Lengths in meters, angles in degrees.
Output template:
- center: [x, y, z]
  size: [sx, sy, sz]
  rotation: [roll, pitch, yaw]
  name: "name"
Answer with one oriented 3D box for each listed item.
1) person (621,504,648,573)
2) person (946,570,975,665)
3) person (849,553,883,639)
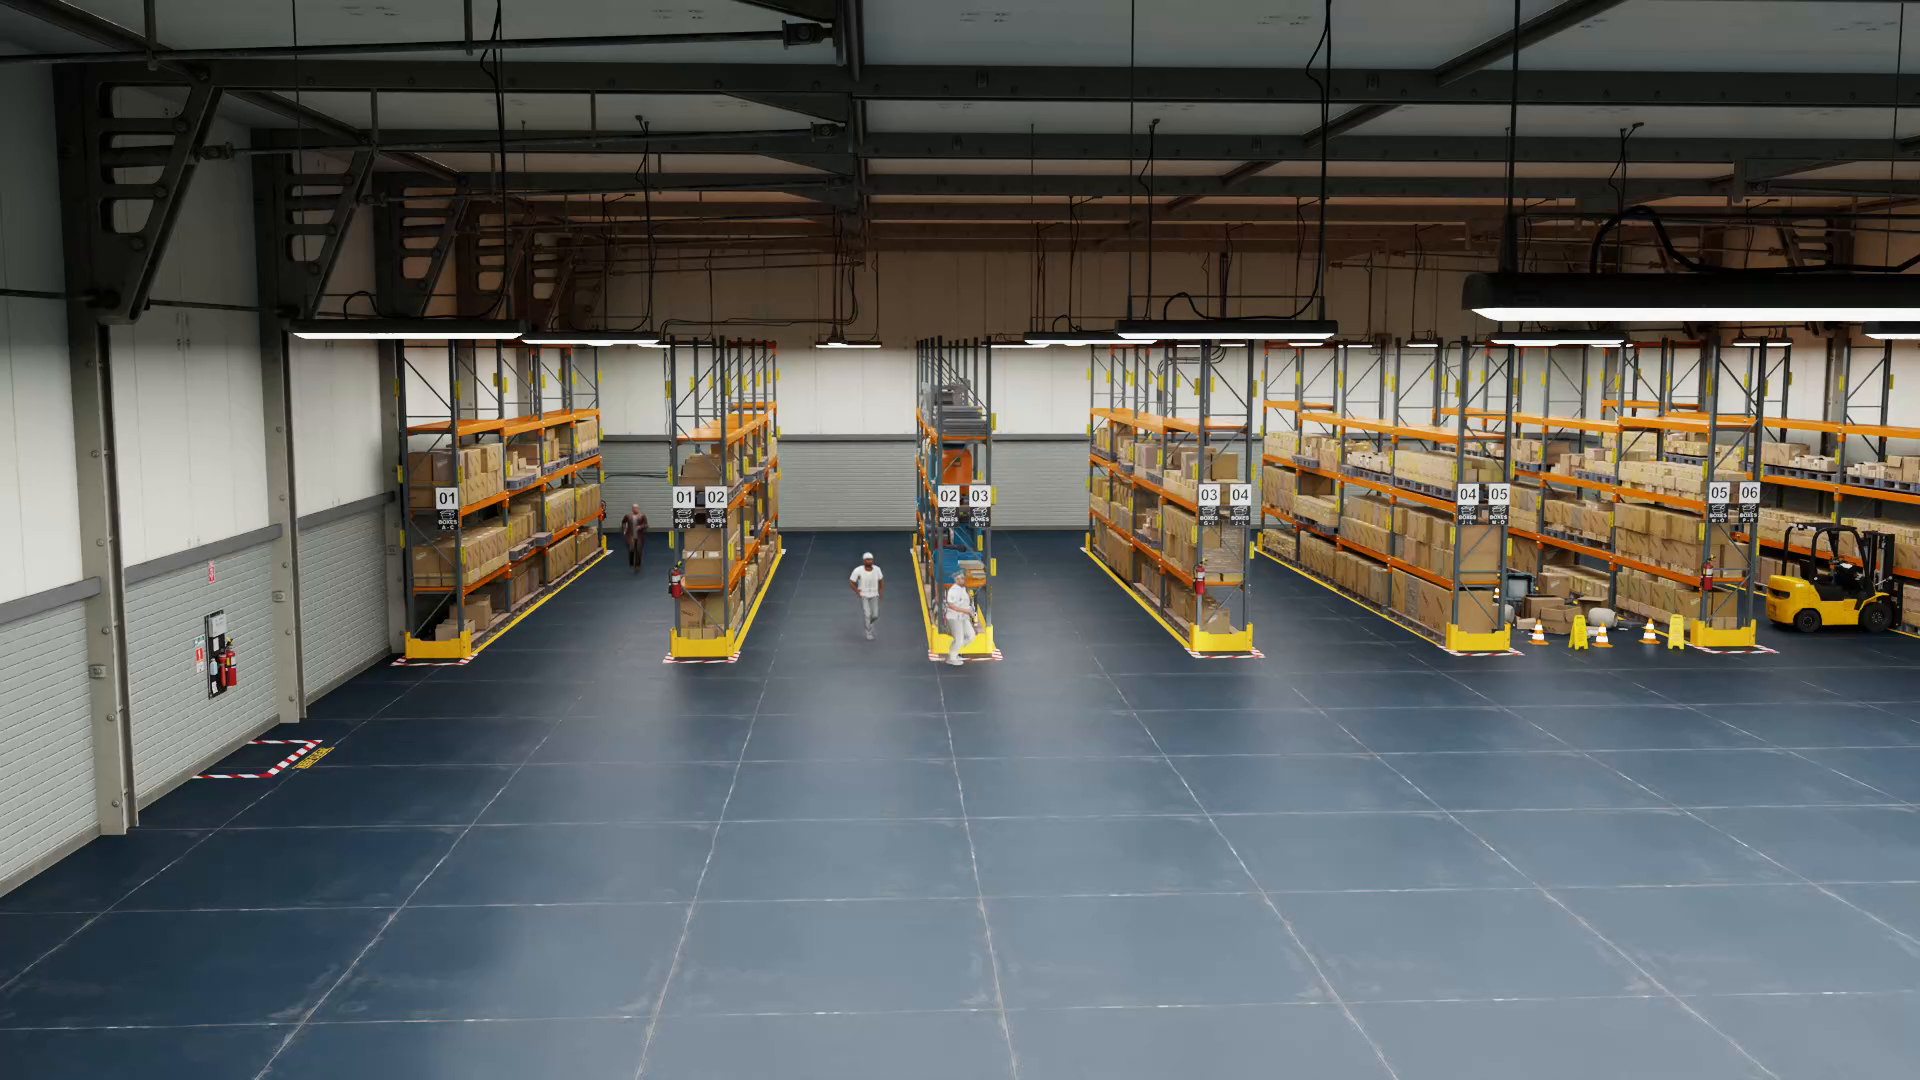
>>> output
- center: [-8.403, -0.036, 43.009]
  size: [0.676, 1.793, 0.765]
  rotation: [-1, 7, -13]
  name: "person"
- center: [0.024, 1.416, 30.293]
  size: [0.578, 1.749, 0.674]
  rotation: [3, 7, 26]
  name: "person"
- center: [-1.862, 1.102, 33.161]
  size: [0.708, 1.727, 0.585]
  rotation: [-2, 7, -18]
  name: "person"
